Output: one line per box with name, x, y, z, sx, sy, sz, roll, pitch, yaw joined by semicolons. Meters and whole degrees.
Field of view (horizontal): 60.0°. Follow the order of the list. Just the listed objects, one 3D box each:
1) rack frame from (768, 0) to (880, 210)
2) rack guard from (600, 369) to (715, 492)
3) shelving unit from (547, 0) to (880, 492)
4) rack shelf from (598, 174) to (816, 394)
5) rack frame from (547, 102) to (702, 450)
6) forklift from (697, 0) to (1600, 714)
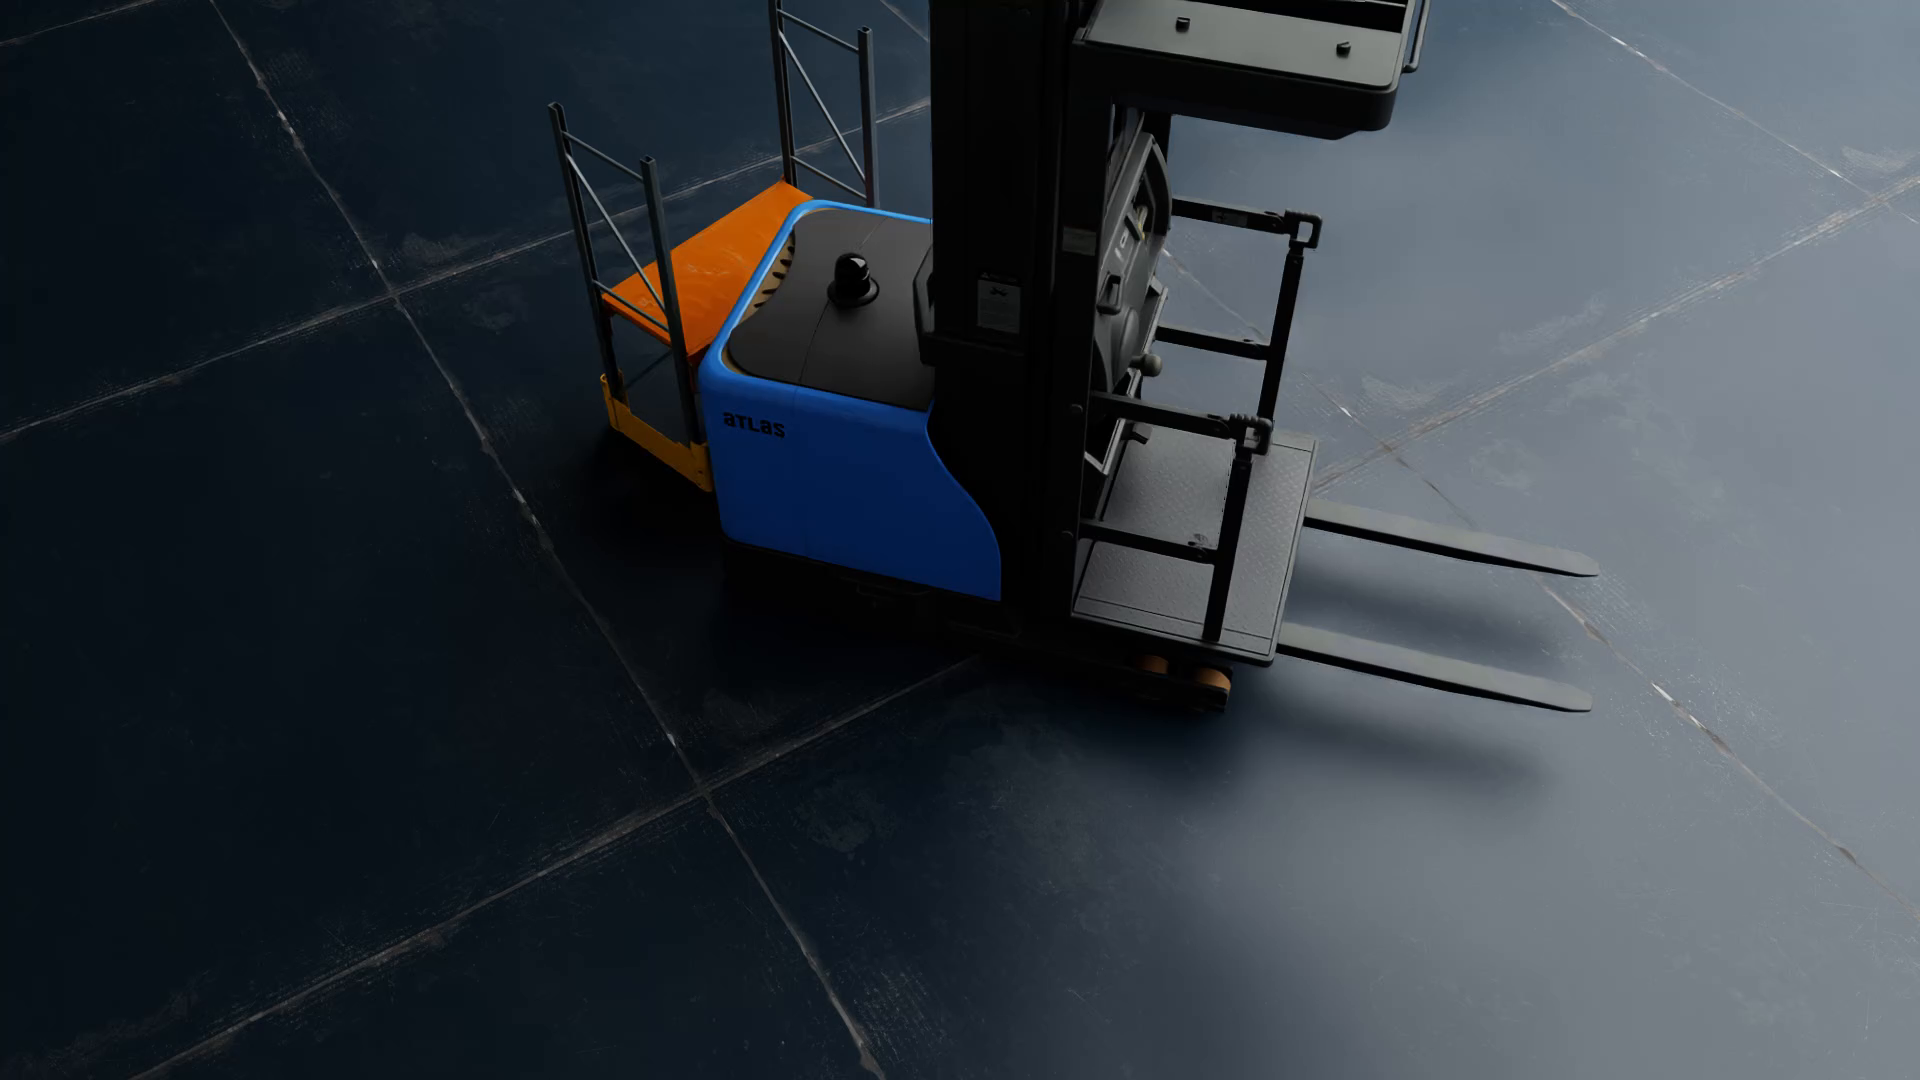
rack frame;-0.507;-1.406;6.498;0.500;1.500;0.032;33;56;26
rack guard;-1.162;-0.428;6.464;0.587;0.250;0.087;33;56;26
shelving unit;-0.835;-1.125;6.247;0.587;1.500;1.083;33;56;26
rack shelf;-0.841;-1.000;6.377;0.538;0.185;1.000;33;56;26
rack frame;-1.174;-0.833;5.988;0.500;1.500;0.032;33;56;26
forklift;0.715;-0.827;5.024;3.031;2.935;1.130;12;50;11
